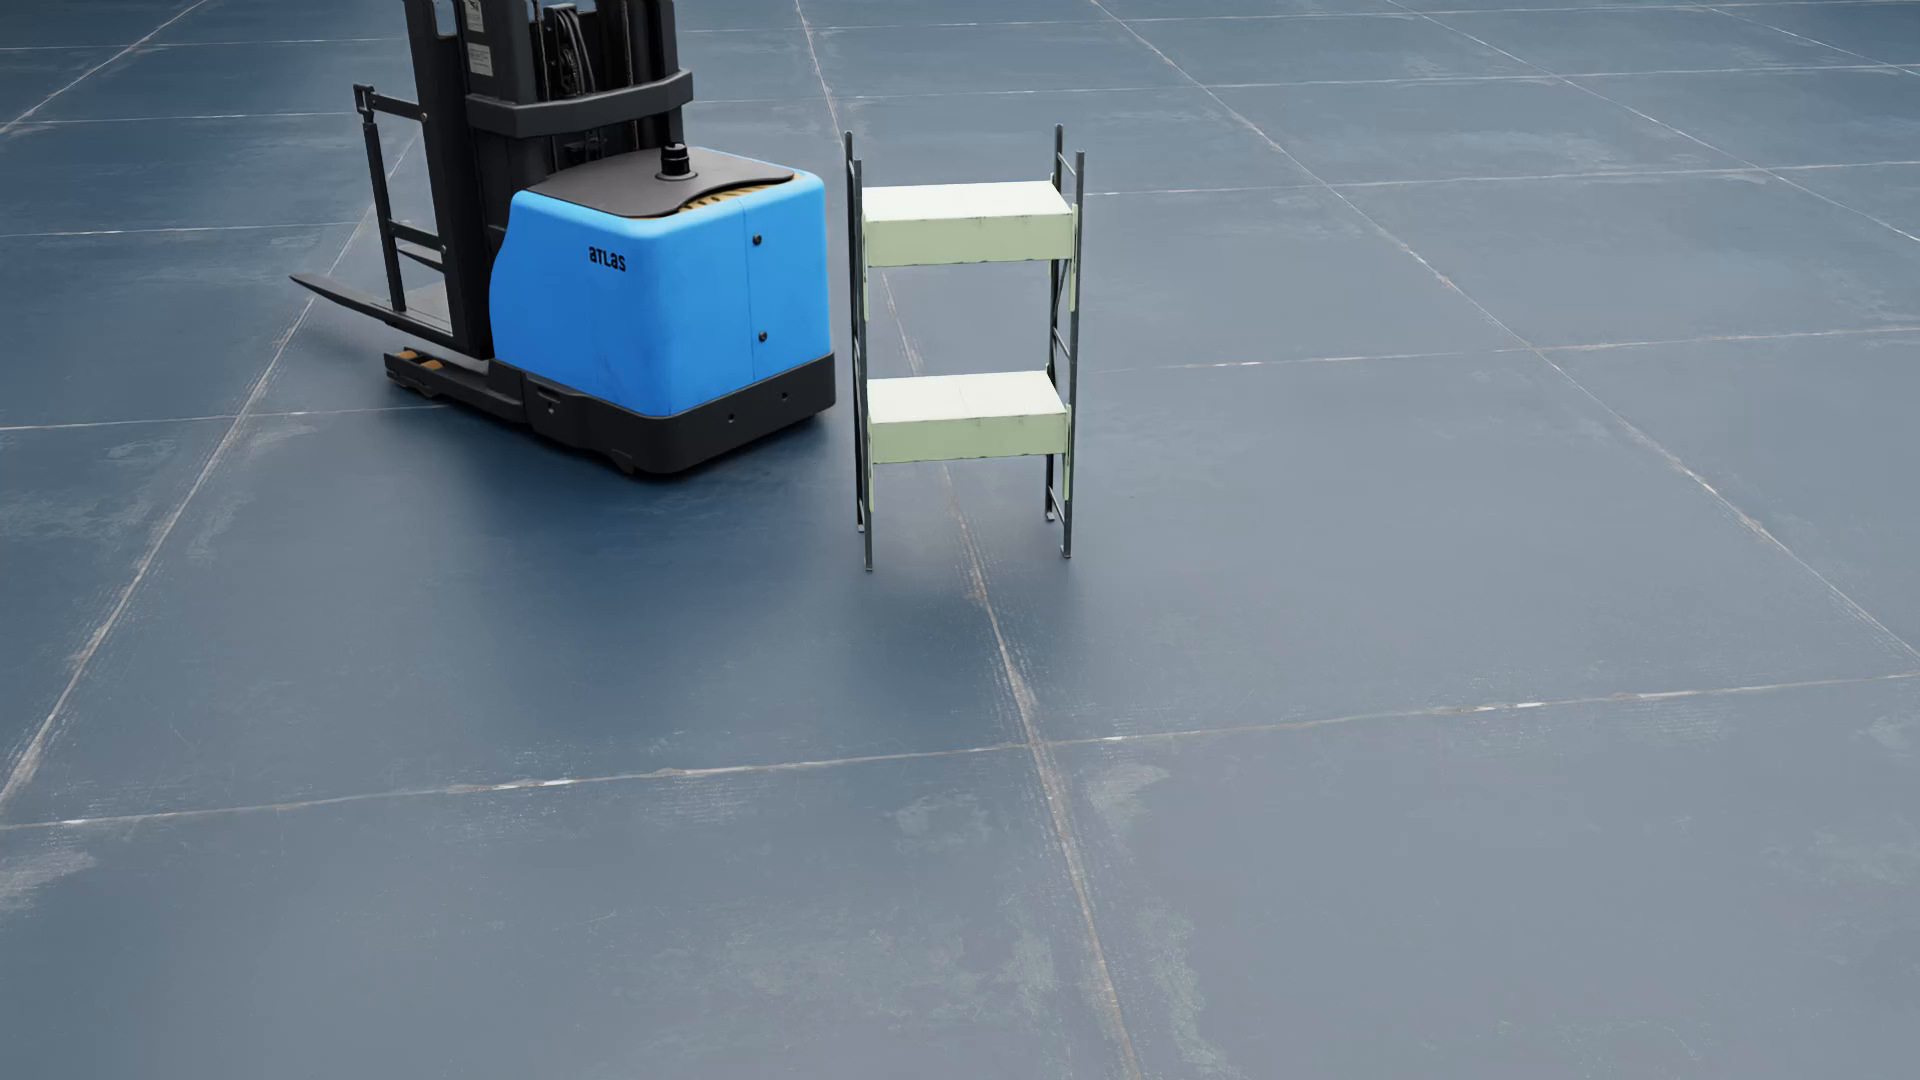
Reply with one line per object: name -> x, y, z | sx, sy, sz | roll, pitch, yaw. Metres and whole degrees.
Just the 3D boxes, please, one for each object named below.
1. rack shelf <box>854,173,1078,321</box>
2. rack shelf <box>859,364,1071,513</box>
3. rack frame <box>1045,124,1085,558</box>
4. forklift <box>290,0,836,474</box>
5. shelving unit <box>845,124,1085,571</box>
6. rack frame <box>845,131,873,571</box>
rack shelf -> 0.007, -1.015, 5.730 | 0.720, 0.370, 0.431 | -4, 27, -7
rack shelf -> 0.007, -0.378, 6.057 | 0.720, 0.370, 0.431 | -4, 27, -7
rack frame -> 0.369, -0.691, 5.954 | 0.023, 1.500, 0.400 | -4, 27, -7
forklift -> -1.996, -2.110, 7.151 | 3.031, 2.935, 1.130 | 21, 34, 35
shelving unit -> 0.007, -0.668, 5.908 | 0.755, 1.500, 0.431 | -4, 27, -7
rack frame -> -0.356, -0.644, 5.863 | 0.023, 1.500, 0.400 | -4, 27, -7
